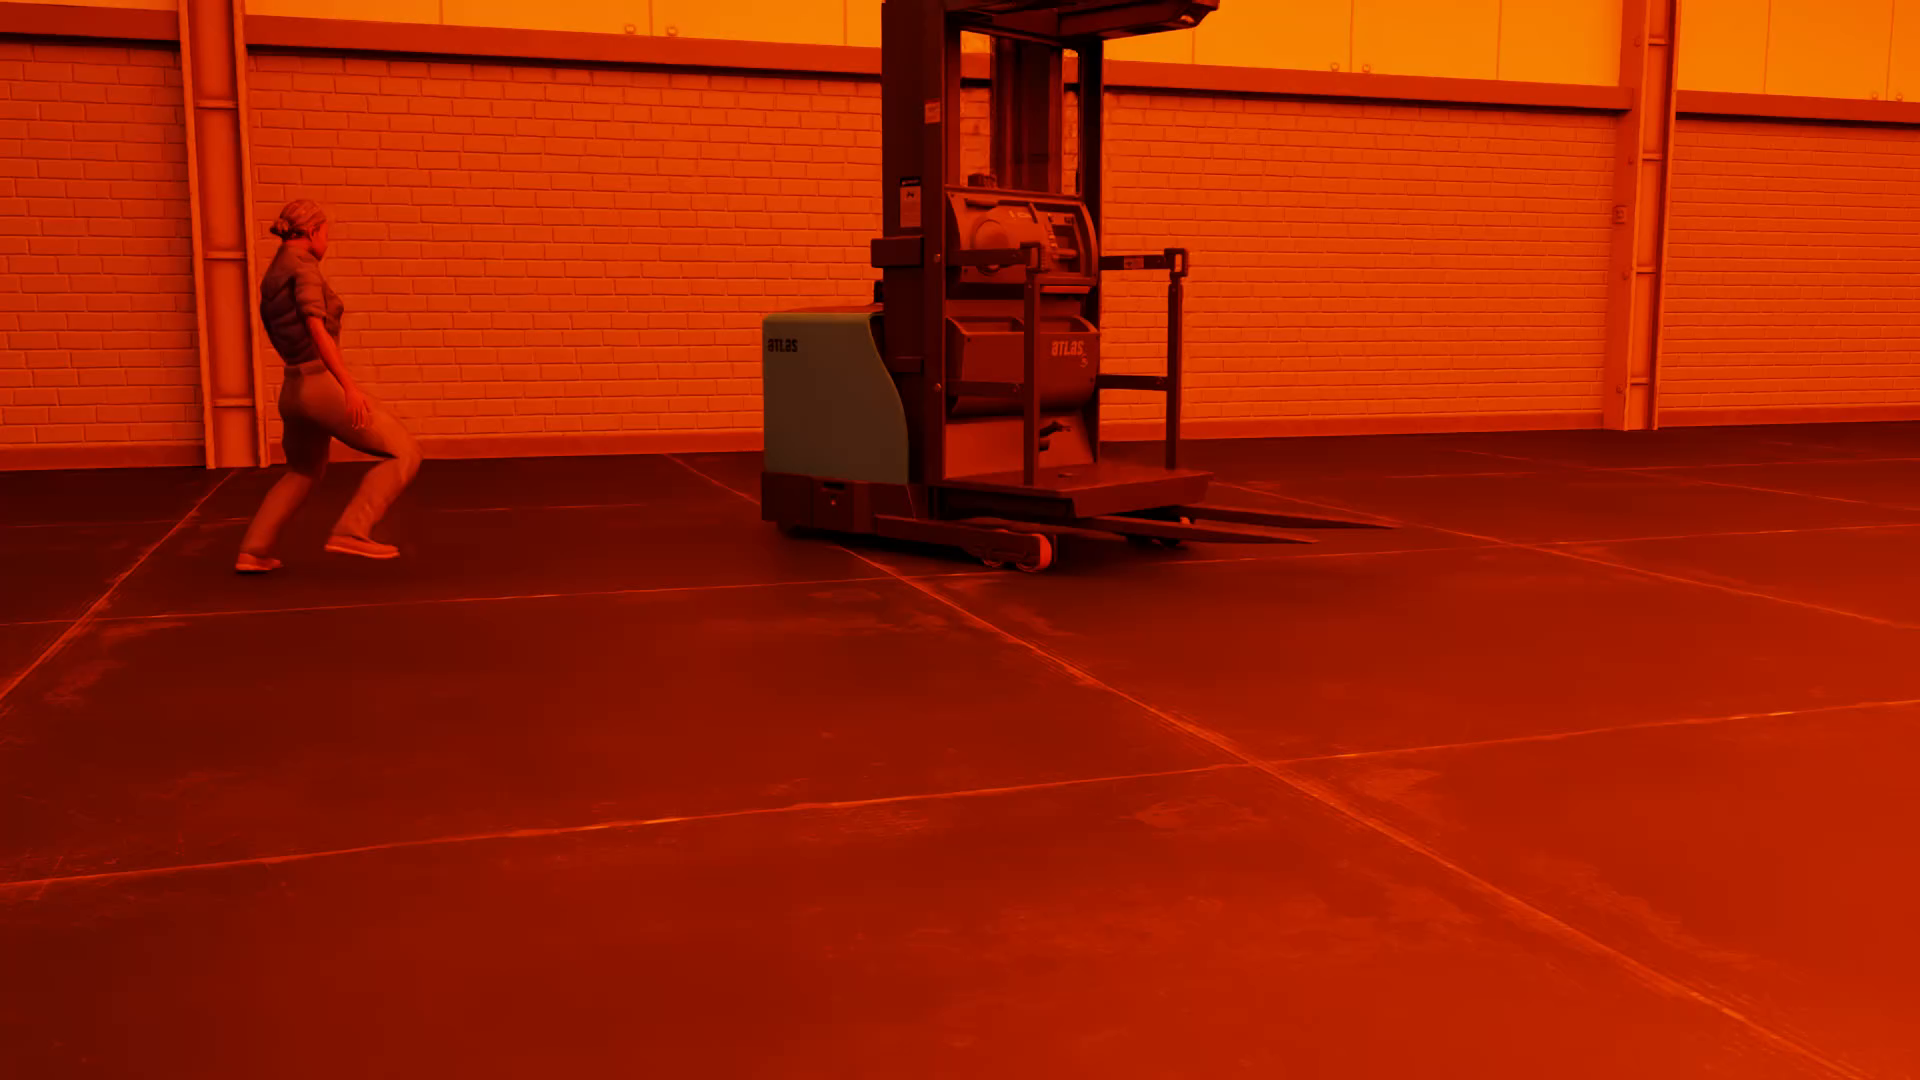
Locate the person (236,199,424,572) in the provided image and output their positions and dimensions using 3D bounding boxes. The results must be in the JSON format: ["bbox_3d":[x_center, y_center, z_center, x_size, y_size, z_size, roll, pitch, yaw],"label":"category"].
[{"bbox_3d":[-2.632,-0.611,6.816,0.614,1.549,0.863,-6,10,-39],"label":"person"}]

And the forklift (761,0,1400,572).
[{"bbox_3d":[0.443,-1.396,7.310,3.031,2.935,1.130,7,11,43],"label":"forklift"}]
